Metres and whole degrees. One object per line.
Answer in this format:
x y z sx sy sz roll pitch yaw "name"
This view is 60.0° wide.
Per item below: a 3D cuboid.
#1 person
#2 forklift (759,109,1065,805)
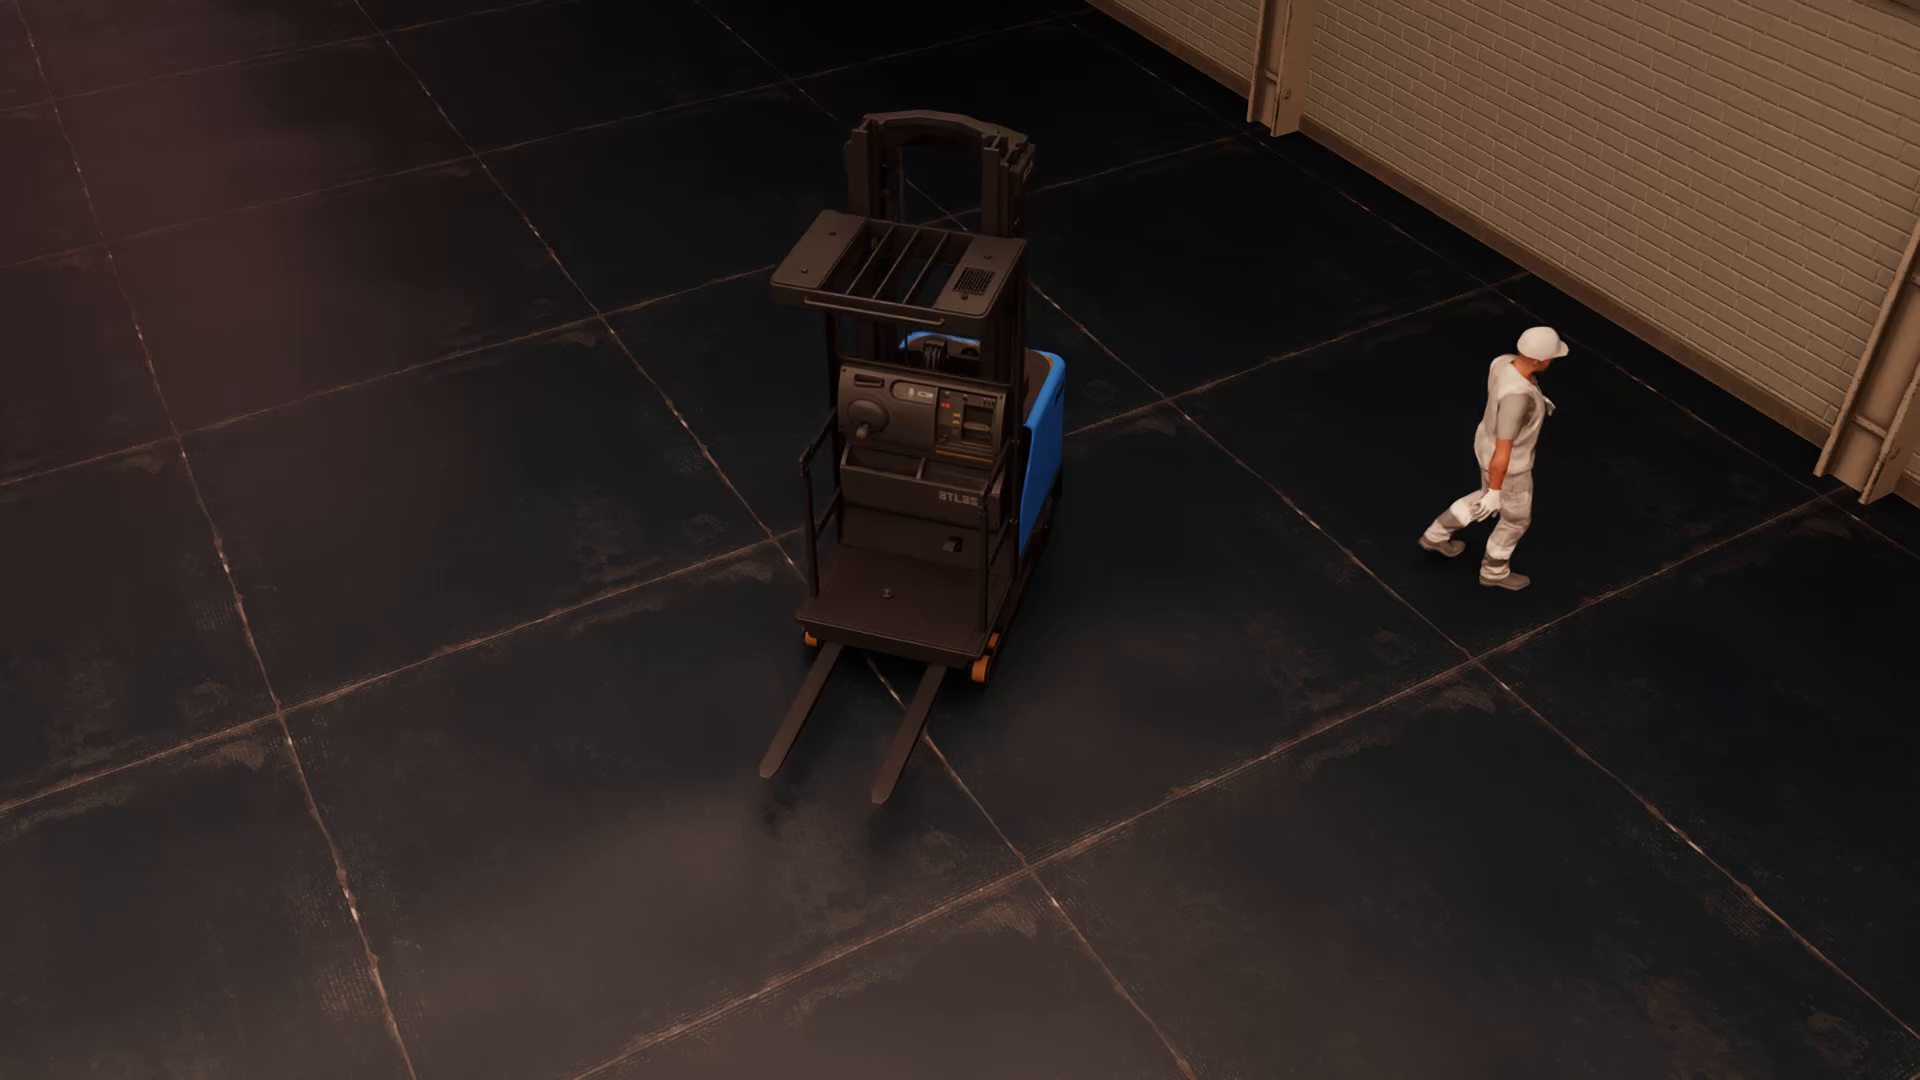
3.120 -0.463 9.509 0.690 1.764 0.889 1 40 1 "person"
-0.270 -0.610 8.772 1.130 2.935 3.031 11 41 13 "forklift"
